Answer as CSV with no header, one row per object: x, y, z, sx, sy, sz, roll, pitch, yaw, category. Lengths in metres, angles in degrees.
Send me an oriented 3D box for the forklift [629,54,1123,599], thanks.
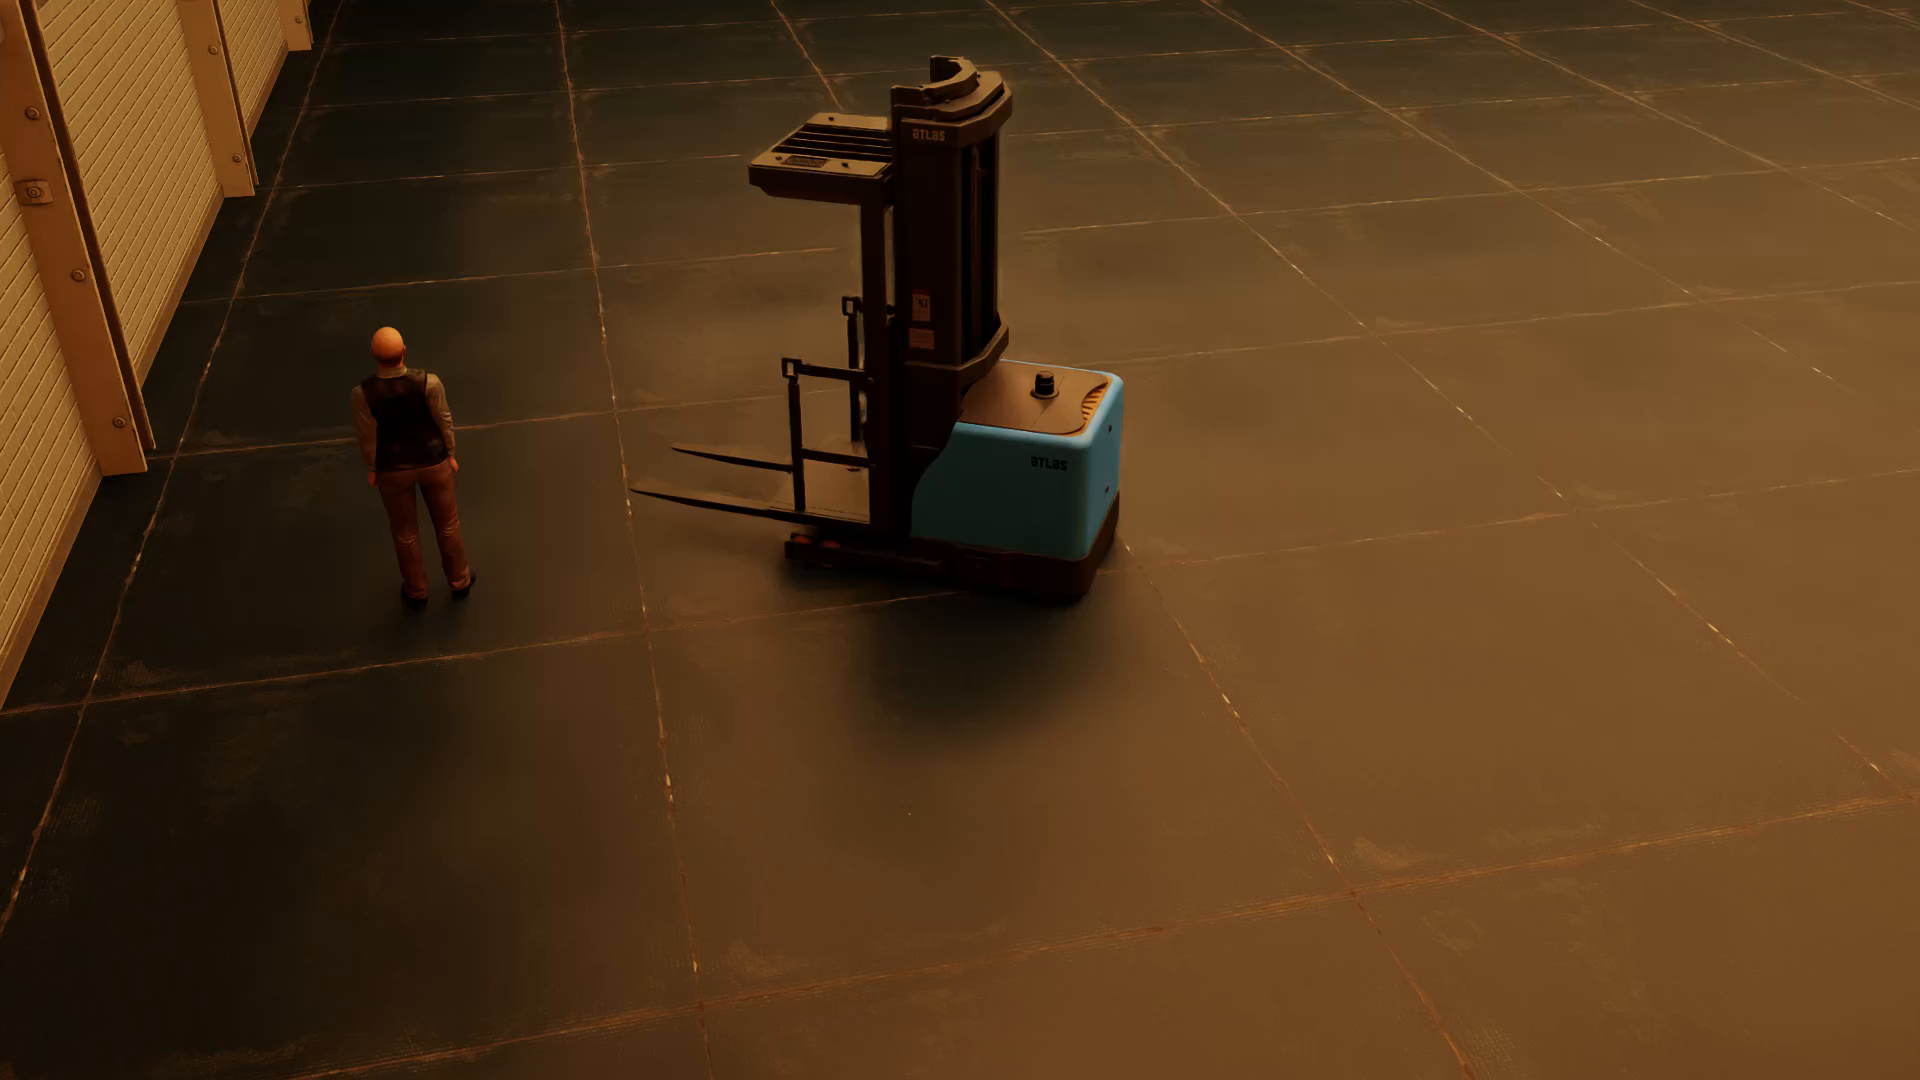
-0.572,-1.340,9.889,3.031,2.935,1.130,9,31,15,forklift

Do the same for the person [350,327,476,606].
-3.141,-0.426,9.520,0.524,1.723,0.374,-11,32,-18,person
